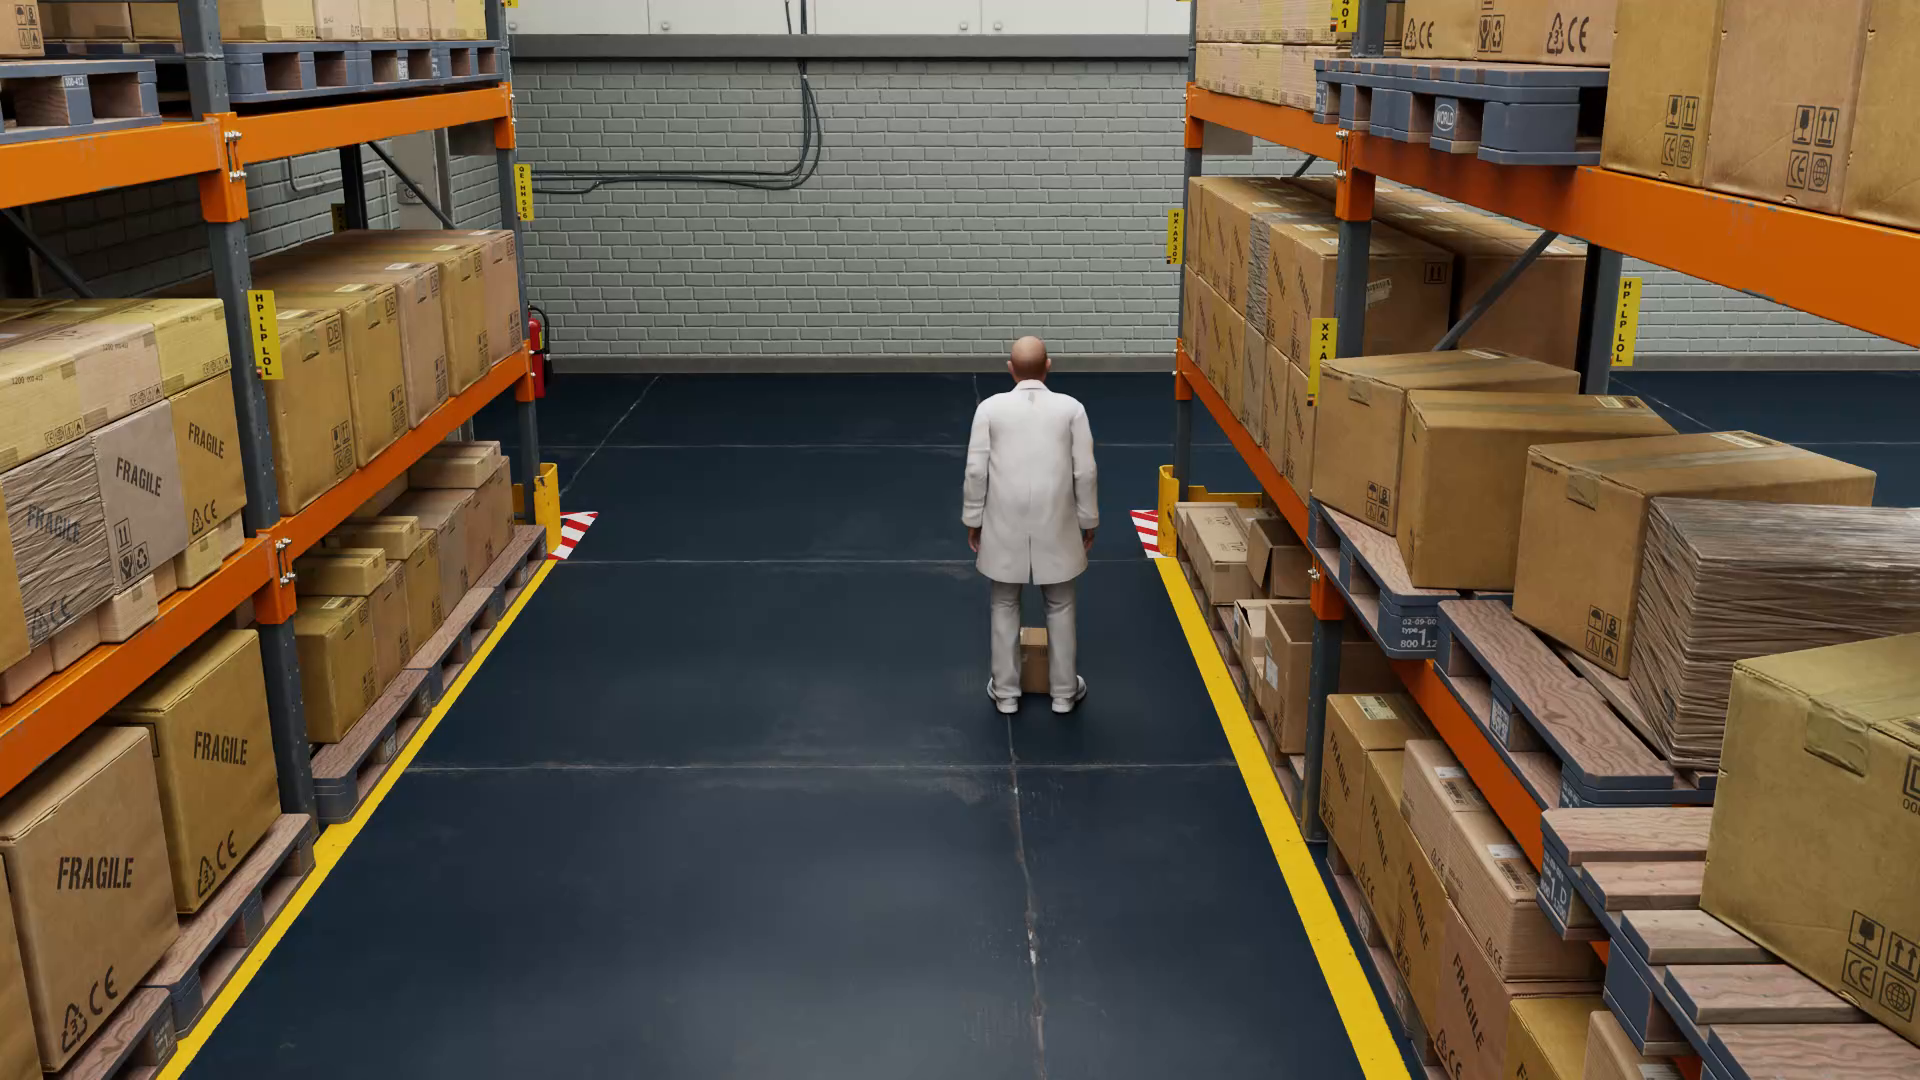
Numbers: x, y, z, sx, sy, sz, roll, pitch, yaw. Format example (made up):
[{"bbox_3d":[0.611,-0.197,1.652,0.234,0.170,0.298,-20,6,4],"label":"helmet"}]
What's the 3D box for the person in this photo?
[{"bbox_3d":[0.332,-0.065,7.782,0.644,1.774,0.424,1,17,3],"label":"person"}]
